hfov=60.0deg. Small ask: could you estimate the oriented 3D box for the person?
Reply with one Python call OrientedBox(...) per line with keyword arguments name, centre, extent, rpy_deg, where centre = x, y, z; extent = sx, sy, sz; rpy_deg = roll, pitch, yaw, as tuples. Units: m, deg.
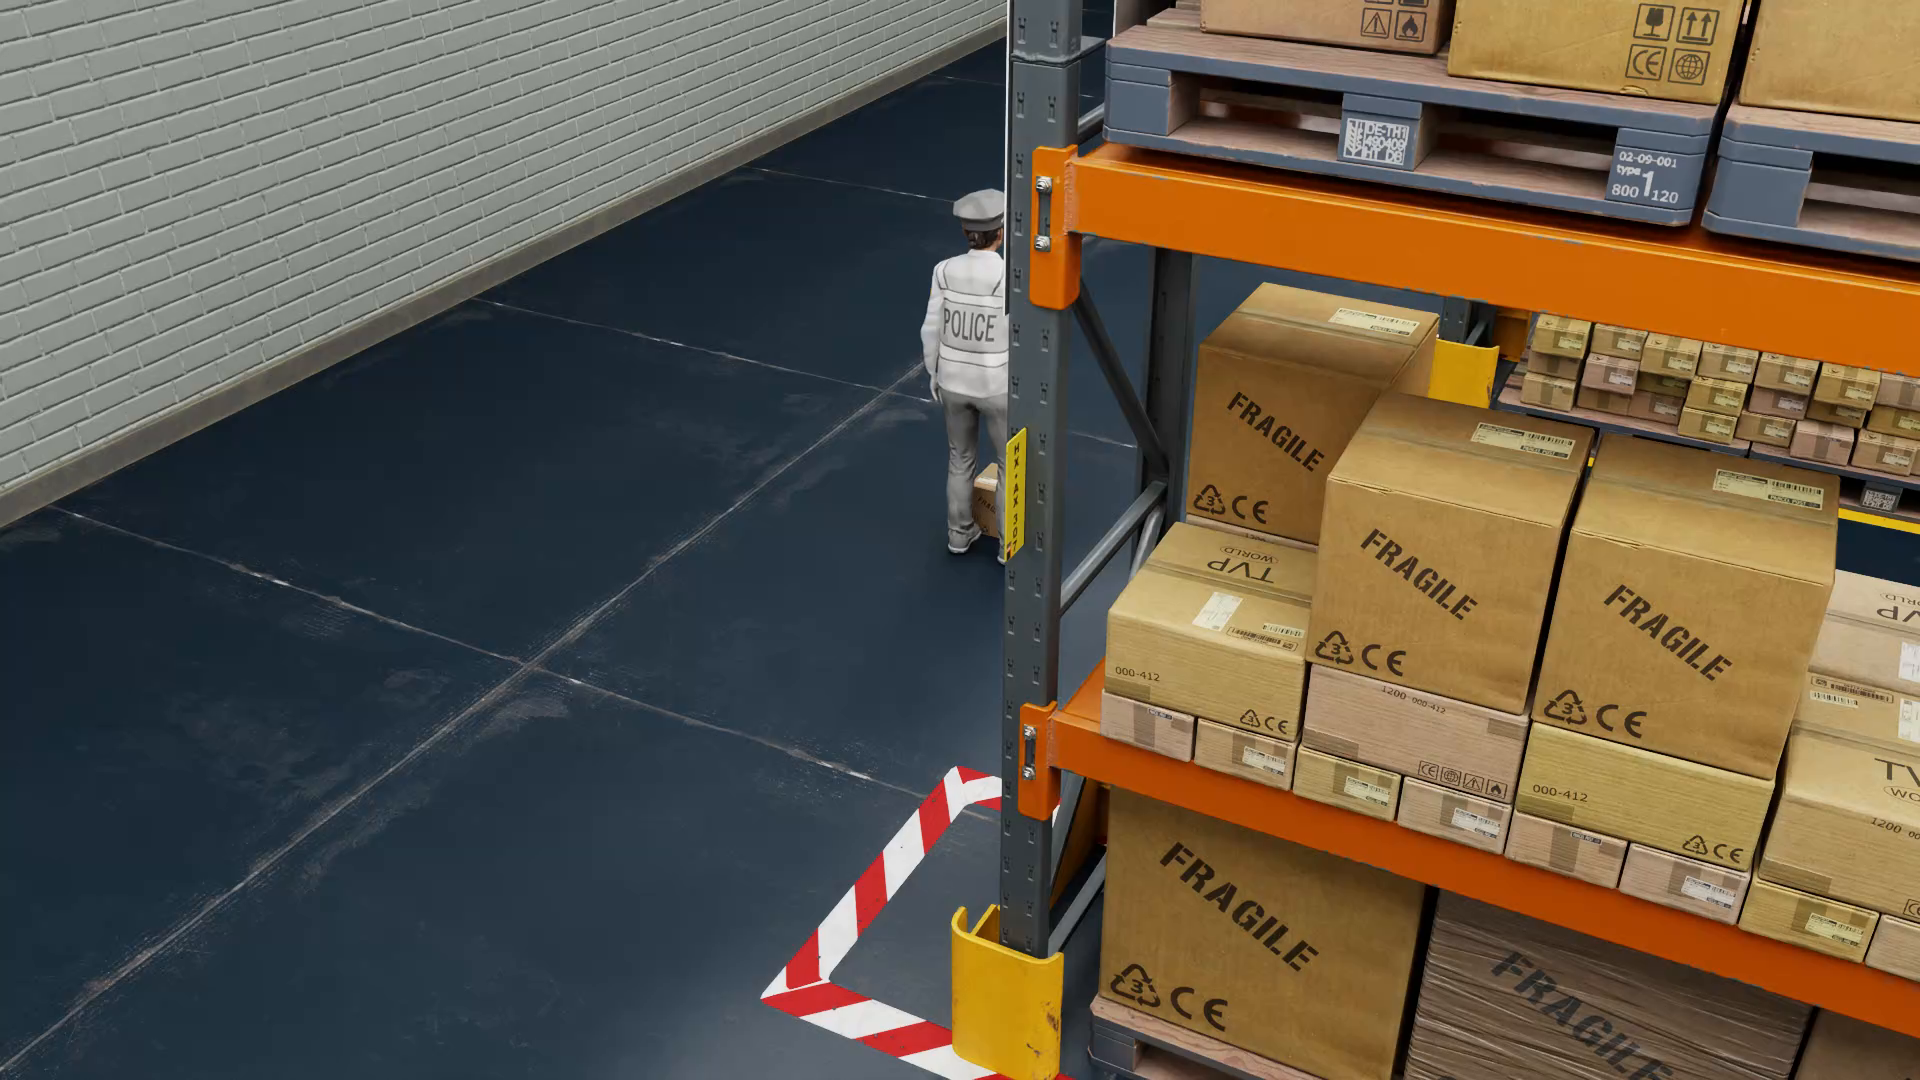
OrientedBox(name="person", centre=(0.097, -0.682, 7.294), extent=(0.547, 1.667, 0.369), rpy_deg=(13, 33, 21))
